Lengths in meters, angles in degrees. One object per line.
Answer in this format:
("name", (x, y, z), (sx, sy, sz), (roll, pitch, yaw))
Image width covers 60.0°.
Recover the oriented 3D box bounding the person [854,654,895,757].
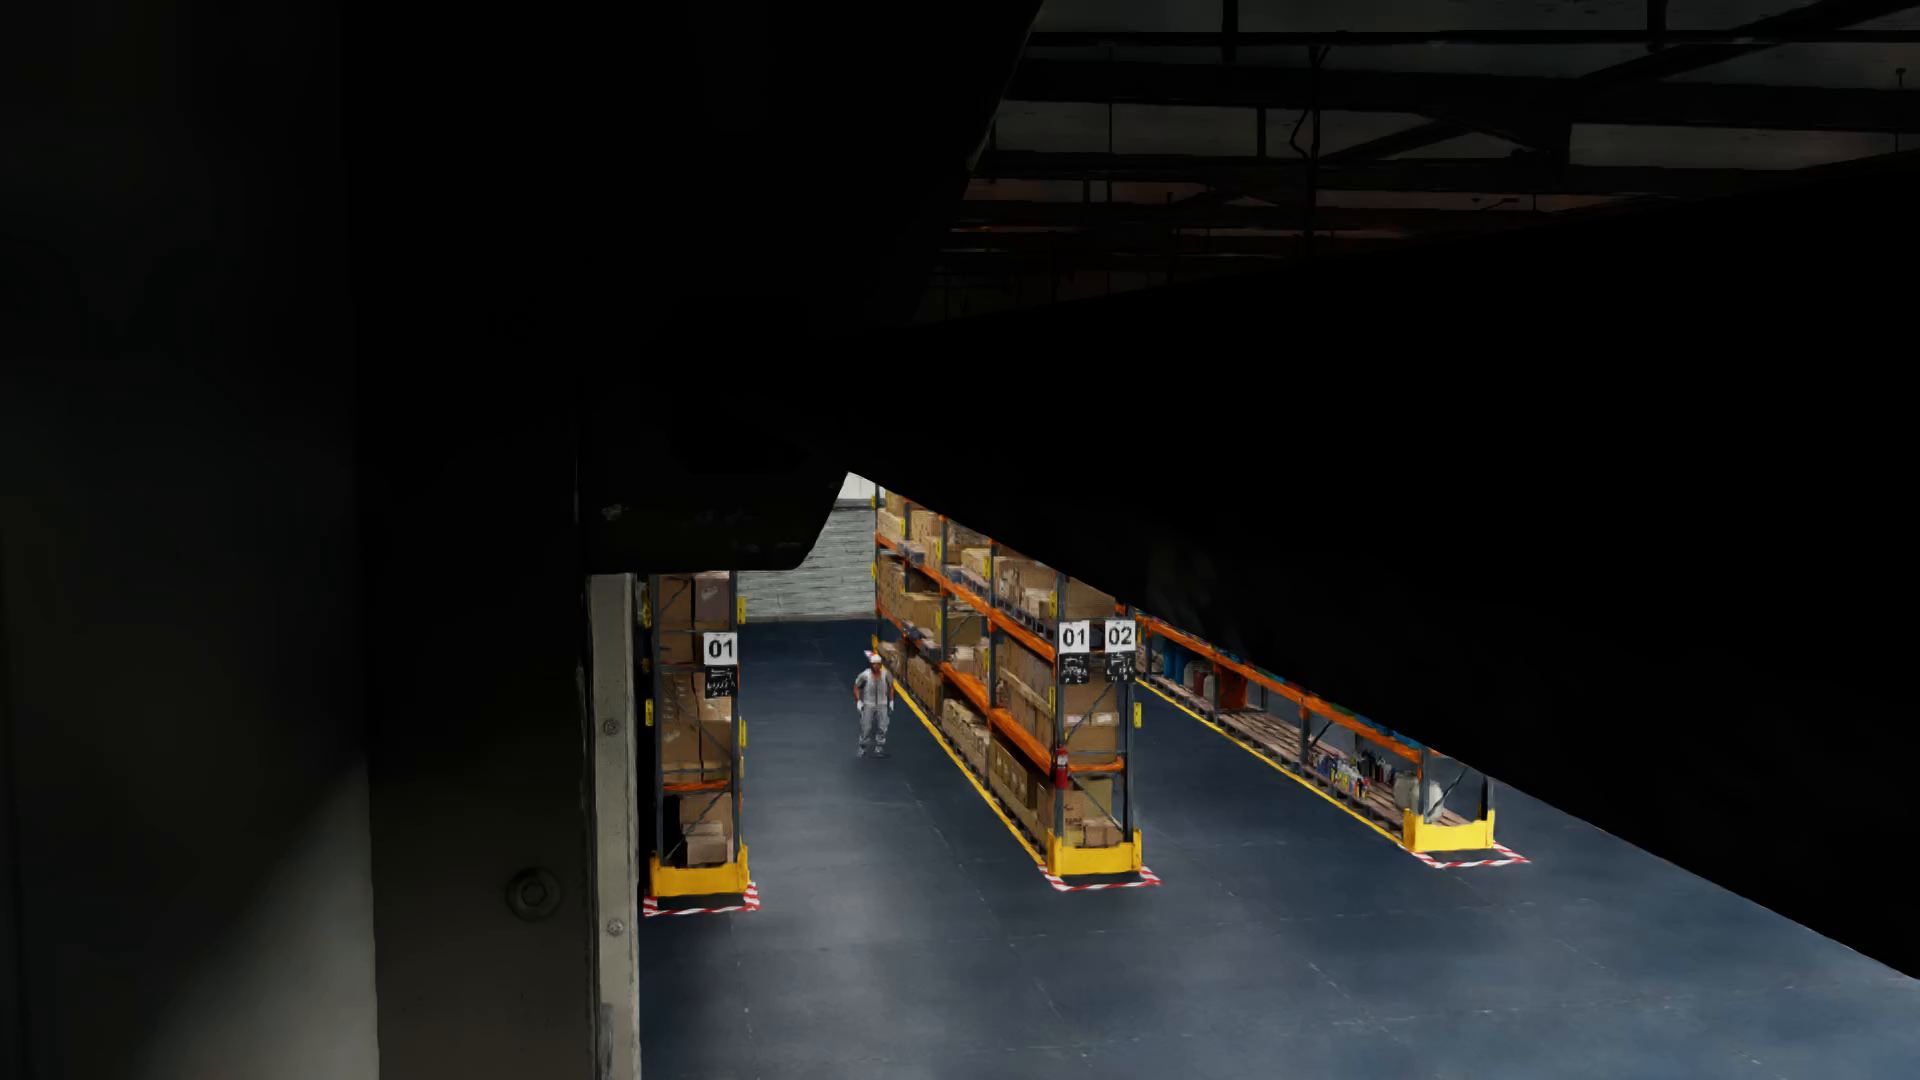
("person", (-1.389, 2.695, 27.082), (0.677, 1.742, 0.552), (-1, 6, -13))
